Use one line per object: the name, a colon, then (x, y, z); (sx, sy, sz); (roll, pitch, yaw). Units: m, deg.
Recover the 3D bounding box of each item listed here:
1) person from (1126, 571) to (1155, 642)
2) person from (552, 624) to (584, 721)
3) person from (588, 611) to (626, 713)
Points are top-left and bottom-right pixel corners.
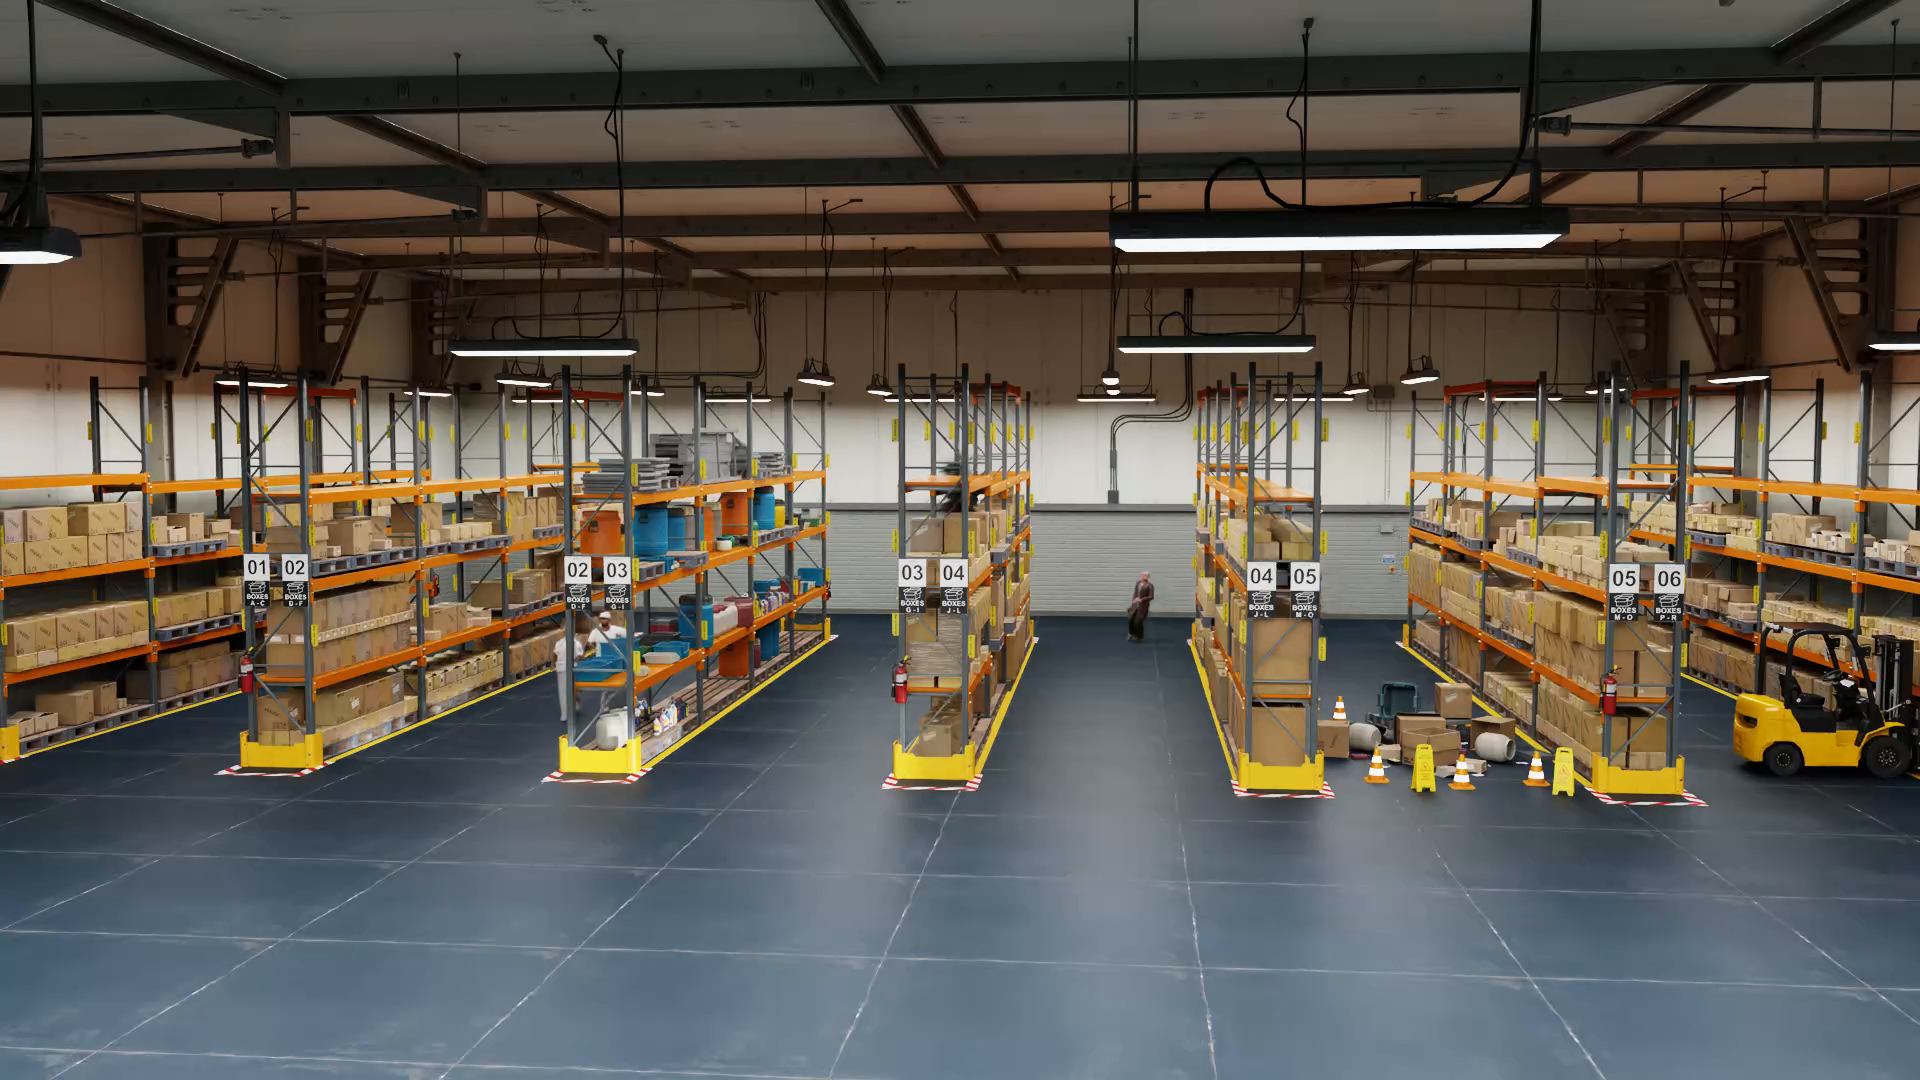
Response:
person: (4.300, 1.589, 39.523); (0.696, 1.713, 0.679); (3, 5, 38)
person: (-6.871, 2.295, 29.124); (0.588, 1.669, 0.815); (0, 4, -1)
person: (-6.423, 2.196, 30.212); (0.706, 1.797, 0.864); (1, 4, 11)
